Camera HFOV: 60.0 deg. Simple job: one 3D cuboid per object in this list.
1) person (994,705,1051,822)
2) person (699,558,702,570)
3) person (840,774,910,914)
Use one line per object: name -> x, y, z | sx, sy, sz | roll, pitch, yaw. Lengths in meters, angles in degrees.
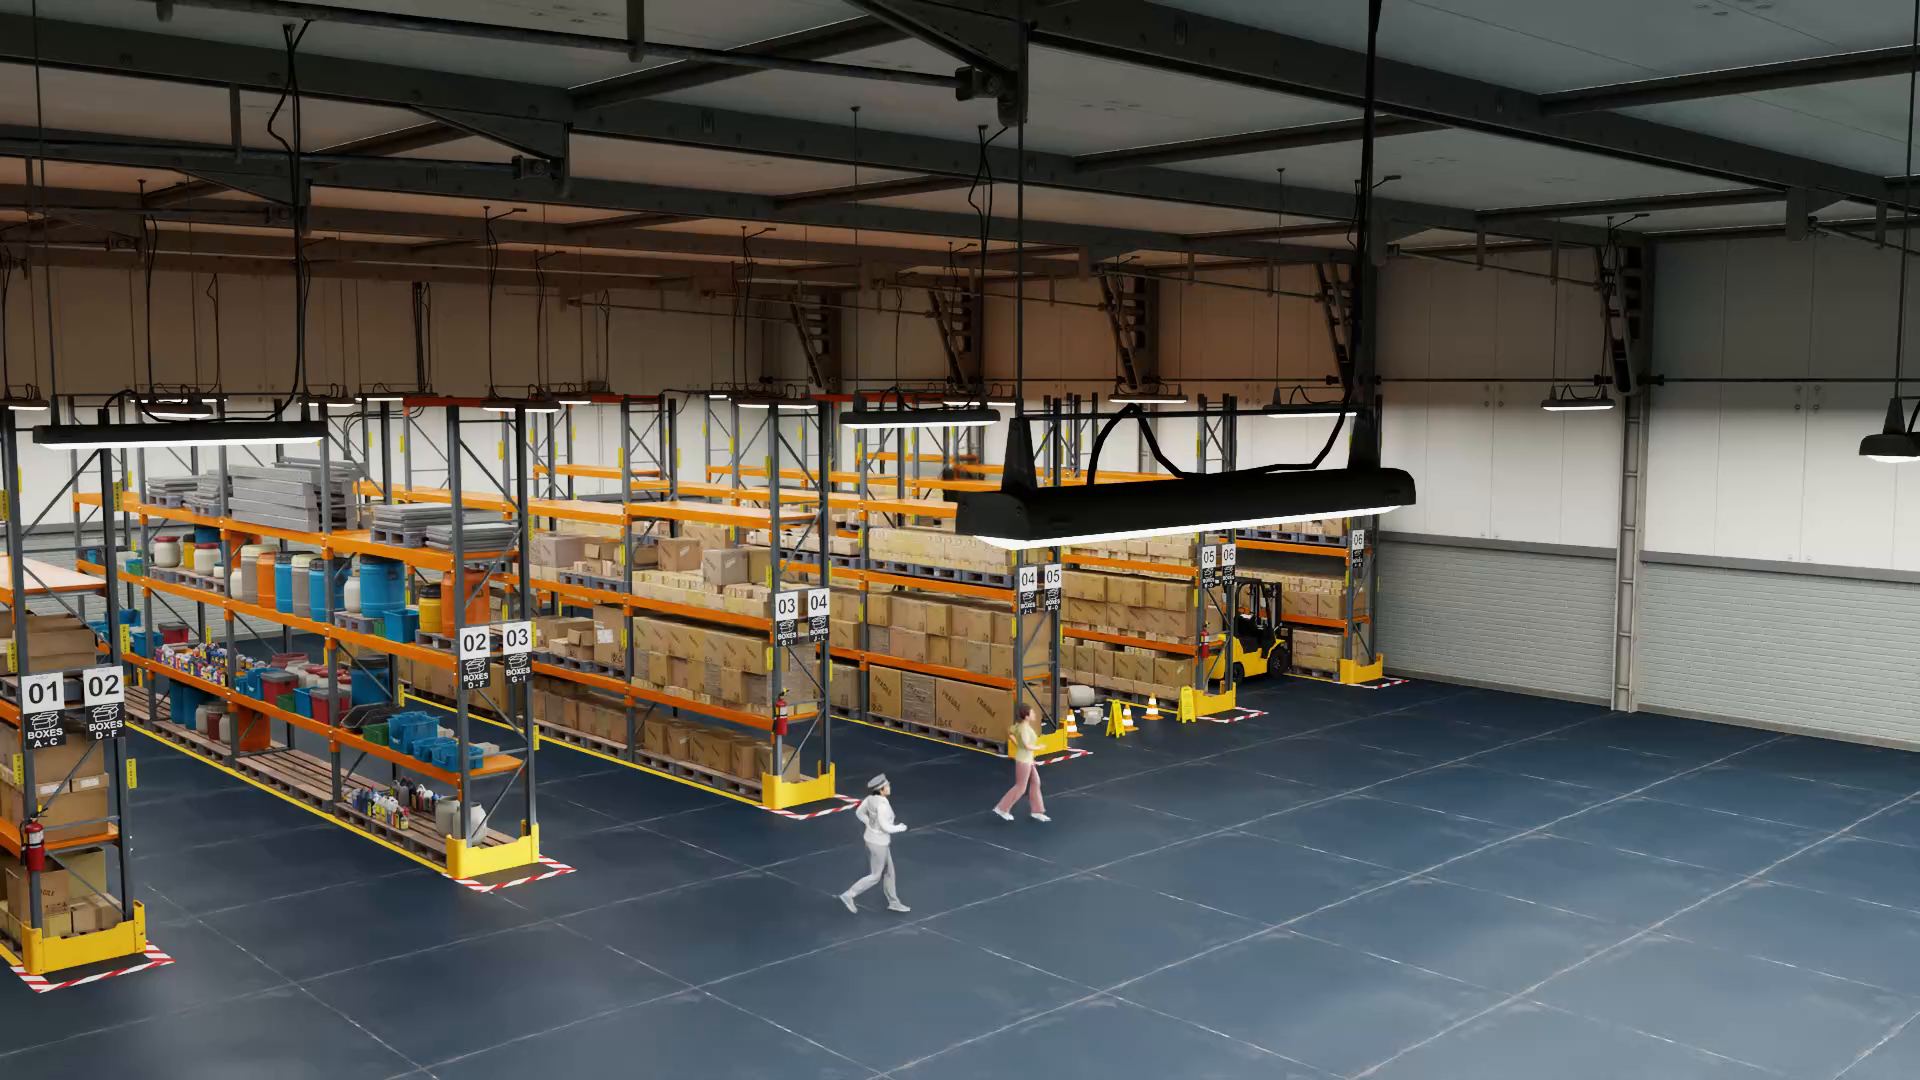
person -> 0.897, 3.204, 23.744 | 0.832, 1.711, 0.591 | 0, 6, -3
person -> -7.076, 1.188, 44.141 | 0.930, 1.716, 0.699 | -1, 6, -13
person -> -1.011, 3.601, 19.591 | 0.917, 1.708, 0.588 | -2, 6, -20
